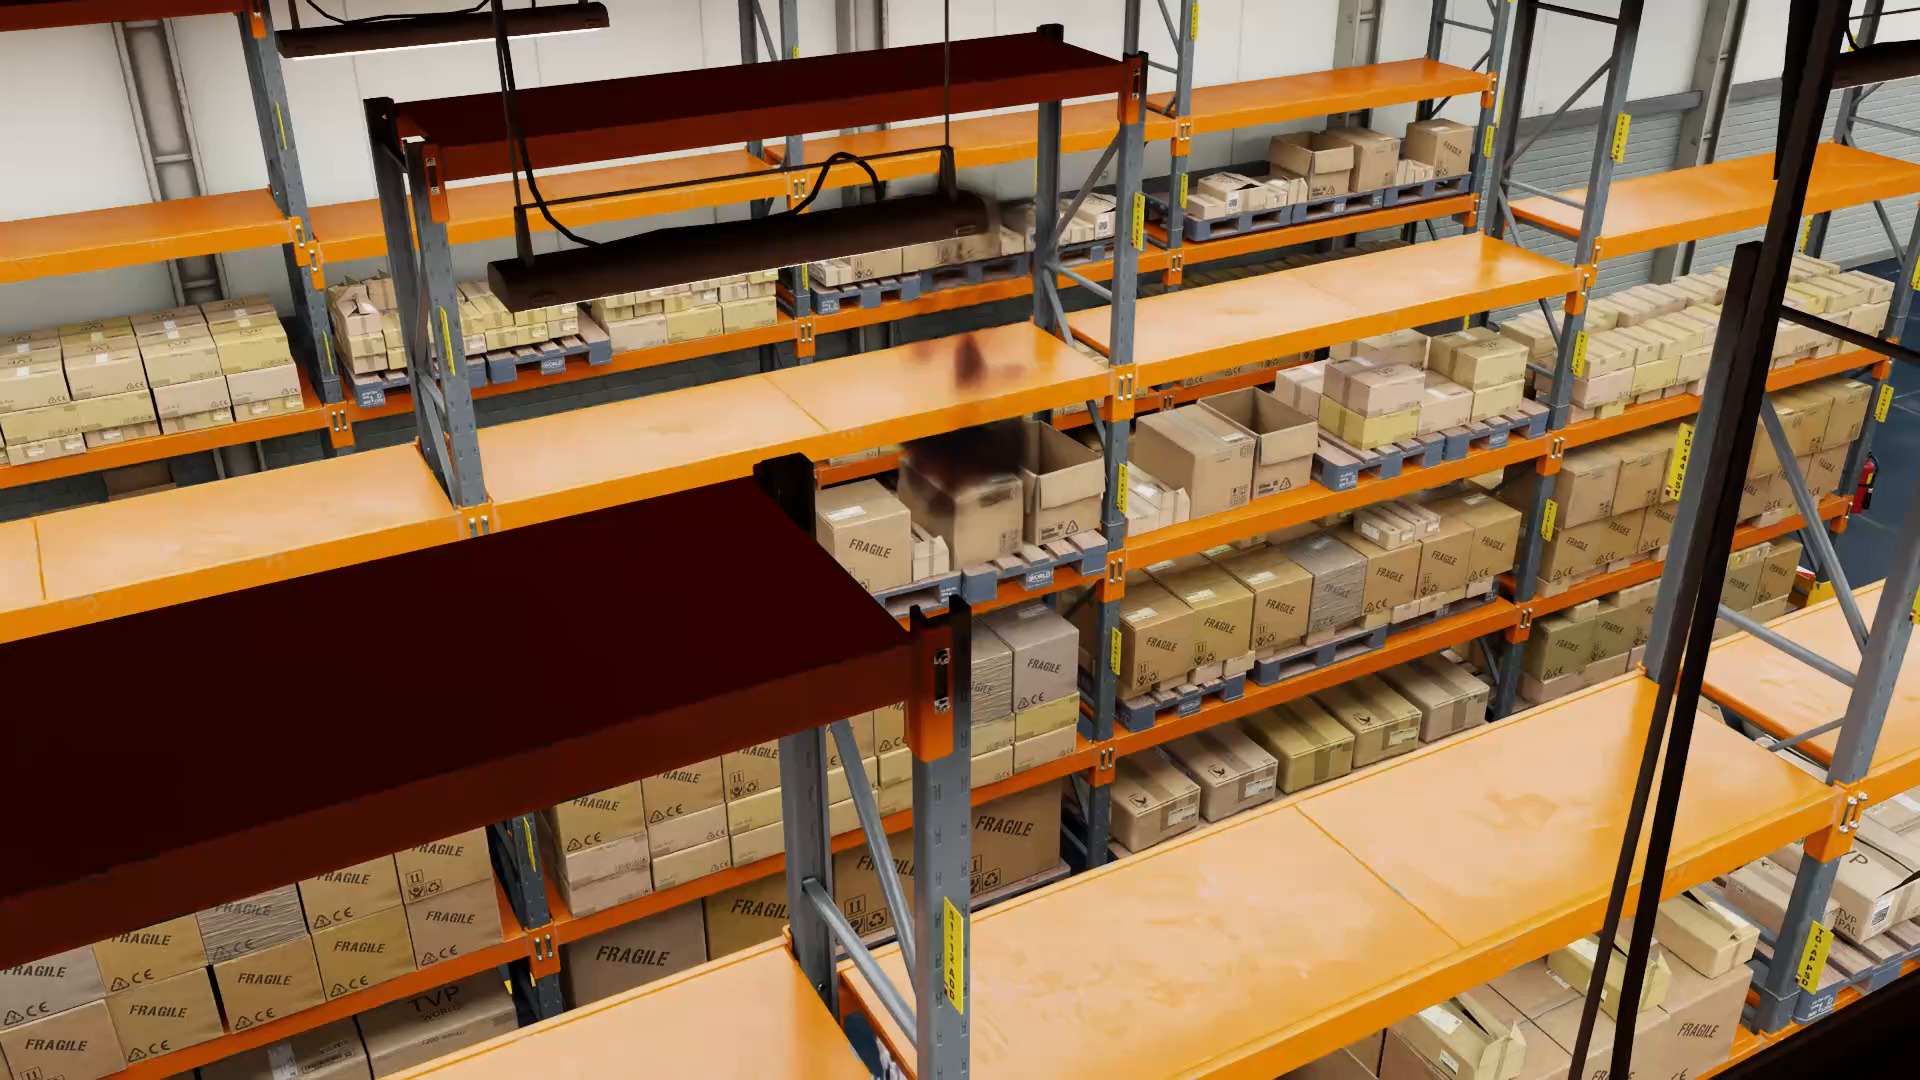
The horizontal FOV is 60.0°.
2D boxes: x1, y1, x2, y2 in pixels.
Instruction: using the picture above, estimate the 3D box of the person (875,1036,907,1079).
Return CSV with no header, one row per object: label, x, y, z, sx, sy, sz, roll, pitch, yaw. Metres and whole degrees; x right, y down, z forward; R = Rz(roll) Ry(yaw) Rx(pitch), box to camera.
person,-0.244,3.119,9.316,0.835,1.718,0.596,-14,31,-24
